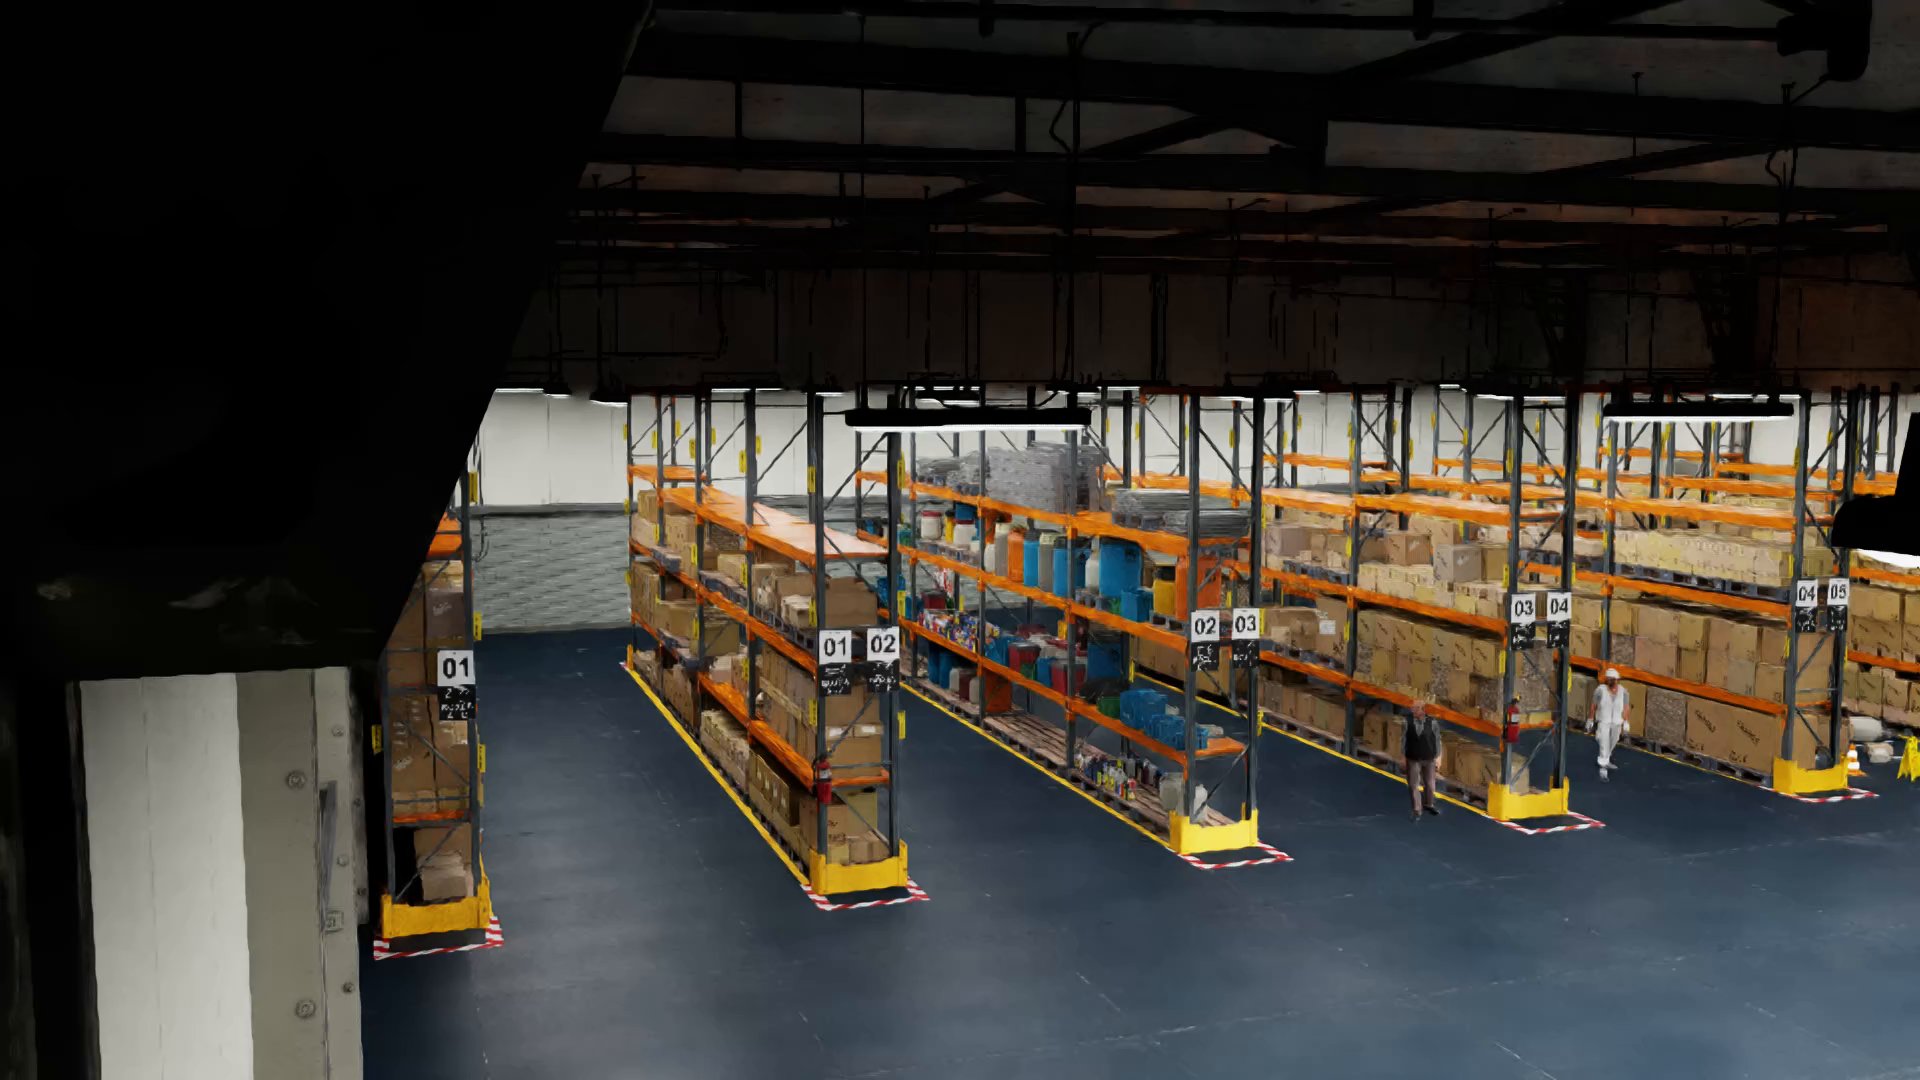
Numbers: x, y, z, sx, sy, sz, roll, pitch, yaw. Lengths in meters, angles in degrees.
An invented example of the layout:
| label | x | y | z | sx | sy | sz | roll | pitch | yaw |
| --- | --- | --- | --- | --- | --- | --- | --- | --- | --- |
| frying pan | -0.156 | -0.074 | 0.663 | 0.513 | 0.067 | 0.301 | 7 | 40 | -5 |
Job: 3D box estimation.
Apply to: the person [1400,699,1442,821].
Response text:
| label | x | y | z | sx | sy | sz | roll | pitch | yaw |
| --- | --- | --- | --- | --- | --- | --- | --- | --- | --- |
| person | 6.499 | 3.070 | 23.427 | 0.578 | 1.708 | 0.553 | 2 | 6 | 17 |

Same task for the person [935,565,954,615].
| label | x | y | z | sx | sy | sz | roll | pitch | yaw |
| --- | --- | --- | --- | --- | --- | --- | --- | --- | --- |
| person | -0.381 | 1.295 | 40.316 | 0.566 | 1.784 | 0.620 | 4 | 7 | 35 |

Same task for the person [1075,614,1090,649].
| label | x | y | z | sx | sy | sz | roll | pitch | yaw |
| --- | --- | --- | --- | --- | --- | --- | --- | --- | --- |
| person | 2.528 | 1.793 | 35.245 | 0.550 | 1.781 | 0.631 | 1 | 6 | 9 |

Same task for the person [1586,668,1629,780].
| label | x | y | z | sx | sy | sz | roll | pitch | yaw |
| --- | --- | --- | --- | --- | --- | --- | --- | --- | --- |
| person | 10.053 | 2.819 | 25.769 | 0.598 | 1.734 | 0.988 | 0 | 6 | 2 |
